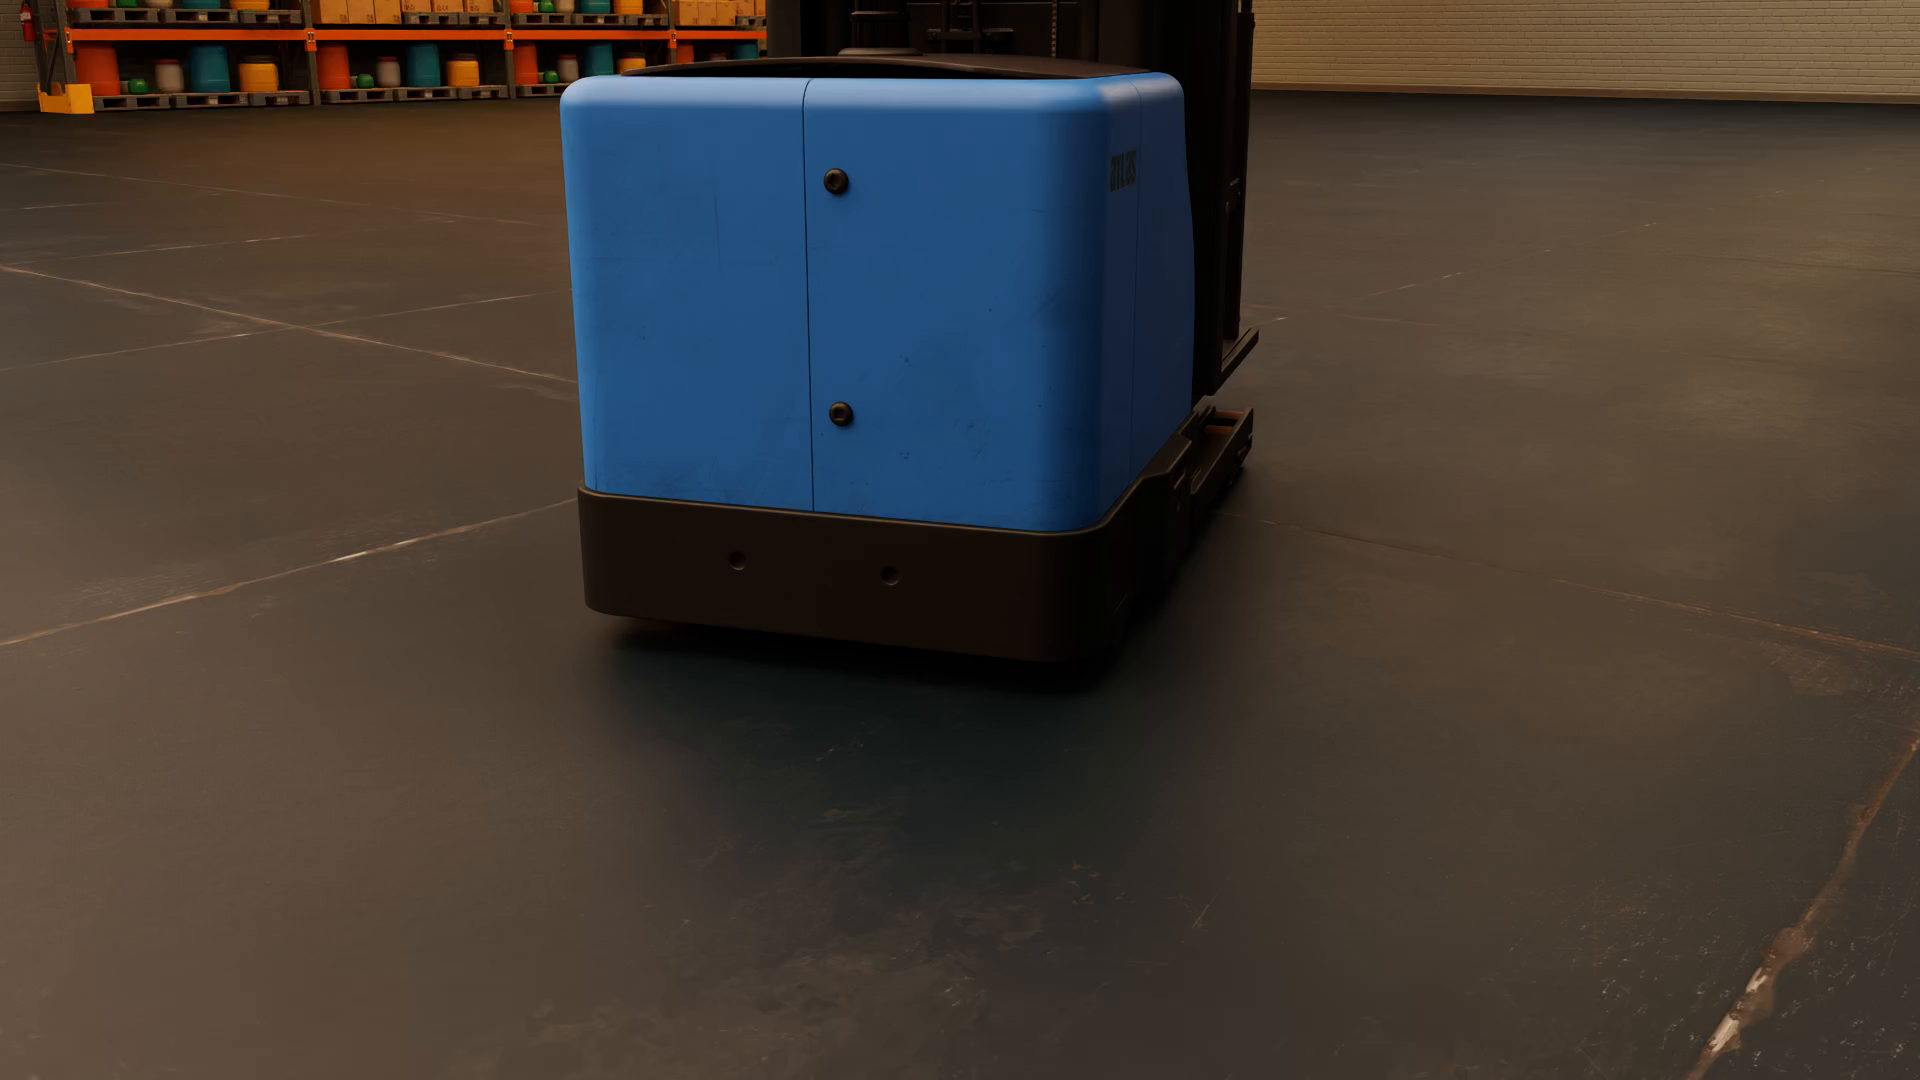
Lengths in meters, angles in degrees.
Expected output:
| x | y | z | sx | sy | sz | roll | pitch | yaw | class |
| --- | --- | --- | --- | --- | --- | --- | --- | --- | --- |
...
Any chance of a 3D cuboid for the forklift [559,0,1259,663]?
| x | y | z | sx | sy | sz | roll | pitch | yaw | class |
| --- | --- | --- | --- | --- | --- | --- | --- | --- | --- |
| 0.182 | -1.571 | 4.072 | 1.130 | 2.935 | 3.031 | 5 | 18 | 17 | forklift |
